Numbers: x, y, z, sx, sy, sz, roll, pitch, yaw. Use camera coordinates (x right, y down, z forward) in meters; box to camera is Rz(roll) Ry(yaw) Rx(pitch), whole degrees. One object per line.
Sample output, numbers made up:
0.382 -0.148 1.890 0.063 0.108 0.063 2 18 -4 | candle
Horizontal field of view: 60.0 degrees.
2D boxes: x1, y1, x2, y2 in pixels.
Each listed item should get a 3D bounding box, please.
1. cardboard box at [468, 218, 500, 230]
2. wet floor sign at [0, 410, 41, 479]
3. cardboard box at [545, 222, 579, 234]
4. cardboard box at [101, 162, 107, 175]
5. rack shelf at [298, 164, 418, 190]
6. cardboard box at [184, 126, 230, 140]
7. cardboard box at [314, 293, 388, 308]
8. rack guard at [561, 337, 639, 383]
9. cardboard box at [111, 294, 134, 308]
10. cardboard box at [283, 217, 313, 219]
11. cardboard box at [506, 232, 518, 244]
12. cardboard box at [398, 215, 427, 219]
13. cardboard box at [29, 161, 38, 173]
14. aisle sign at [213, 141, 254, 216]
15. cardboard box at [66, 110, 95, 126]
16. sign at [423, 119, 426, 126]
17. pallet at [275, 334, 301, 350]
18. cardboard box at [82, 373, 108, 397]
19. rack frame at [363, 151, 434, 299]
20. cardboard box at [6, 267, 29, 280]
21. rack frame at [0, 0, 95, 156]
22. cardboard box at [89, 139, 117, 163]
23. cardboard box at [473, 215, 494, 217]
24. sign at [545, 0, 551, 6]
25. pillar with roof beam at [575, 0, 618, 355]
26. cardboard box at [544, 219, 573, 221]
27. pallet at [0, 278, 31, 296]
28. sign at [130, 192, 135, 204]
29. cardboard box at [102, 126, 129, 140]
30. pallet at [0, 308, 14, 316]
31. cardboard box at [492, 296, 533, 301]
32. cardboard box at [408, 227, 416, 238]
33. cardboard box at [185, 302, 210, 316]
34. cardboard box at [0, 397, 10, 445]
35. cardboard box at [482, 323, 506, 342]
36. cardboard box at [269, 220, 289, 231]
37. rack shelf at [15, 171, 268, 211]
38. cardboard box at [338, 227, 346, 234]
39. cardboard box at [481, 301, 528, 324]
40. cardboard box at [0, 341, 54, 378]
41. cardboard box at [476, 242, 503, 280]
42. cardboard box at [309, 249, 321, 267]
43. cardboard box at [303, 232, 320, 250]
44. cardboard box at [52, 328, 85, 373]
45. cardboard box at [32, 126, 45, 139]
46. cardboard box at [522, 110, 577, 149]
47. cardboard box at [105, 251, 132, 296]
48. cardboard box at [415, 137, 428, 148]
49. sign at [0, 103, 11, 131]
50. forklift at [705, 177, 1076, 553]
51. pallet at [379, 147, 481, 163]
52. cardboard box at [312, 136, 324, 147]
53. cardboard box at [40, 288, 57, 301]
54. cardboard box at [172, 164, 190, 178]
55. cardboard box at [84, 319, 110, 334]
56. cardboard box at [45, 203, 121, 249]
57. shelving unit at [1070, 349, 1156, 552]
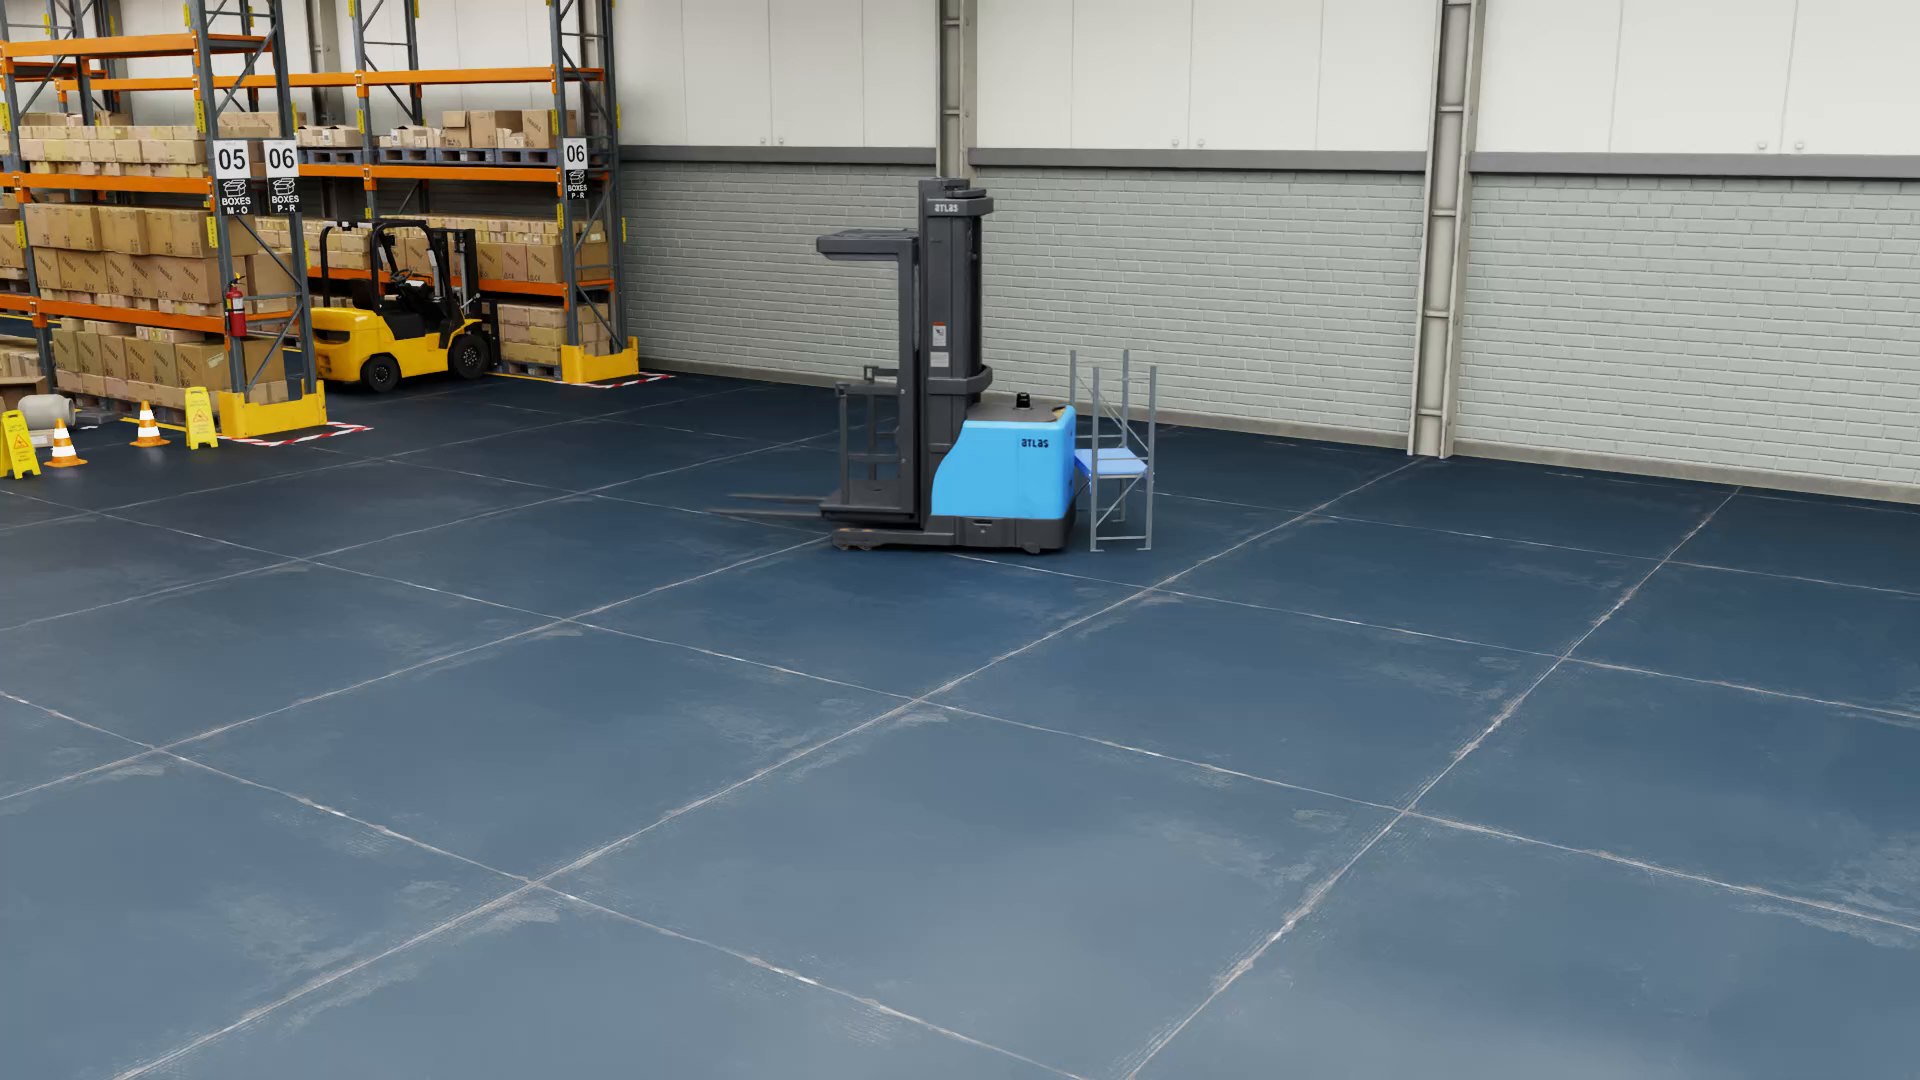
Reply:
-6.637 -4.410 23.219 0.250 0.149 0.380 9 17 34 | cardboard box
-9.263 -0.949 16.314 0.232 0.644 0.267 6 15 23 | wet floor sign
-5.361 -4.206 22.393 0.250 0.149 0.380 9 17 33 | cardboard box
-9.629 -4.274 19.127 0.250 0.149 0.380 9 17 33 | cardboard box
-9.924 -5.603 25.471 4.000 0.370 1.077 9 17 33 | rack shelf
-8.158 -4.409 18.014 0.250 0.149 0.380 9 17 33 | cardboard box
-9.344 -3.453 25.596 0.625 0.625 0.875 9 17 32 | cardboard box
-4.926 -2.475 22.782 0.348 0.500 1.175 9 17 33 | rack guard
-9.669 -2.808 19.448 0.250 0.149 0.380 9 17 33 | cardboard box
-10.498 -5.046 26.407 0.250 0.149 0.380 9 16 32 | cardboard box
-5.999 -4.157 22.814 0.250 0.149 0.380 9 17 32 | cardboard box
-7.888 -4.621 24.069 0.250 0.149 0.380 9 17 34 | cardboard box
-10.909 -4.480 19.961 0.250 0.149 0.380 9 16 32 | cardboard box
-7.823 -3.897 17.915 0.004 0.787 0.394 9 17 33 | aisle sign
-14.848 -7.123 28.073 0.258 0.266 0.396 9 17 32 | cardboard box
-7.956 -6.085 24.677 0.005 0.325 0.100 9 17 33 | sign
-9.914 -3.129 26.024 1.213 0.211 1.003 9 17 33 | pallet
-10.244 -1.905 20.124 0.500 0.250 0.500 10 17 36 | cardboard box
-8.265 -4.228 24.661 0.127 3.000 1.000 9 17 33 | rack frame
-11.613 -3.334 20.697 0.250 0.149 0.380 9 17 34 | cardboard box
-11.032 -6.150 19.940 0.127 3.000 1.000 9 17 33 | rack frame
-9.558 -4.448 18.999 0.500 0.250 0.500 9 17 33 | cardboard box
-6.787 -4.575 23.886 0.250 0.149 0.380 9 16 32 | cardboard box
-5.260 -6.989 21.222 0.005 0.325 0.100 9 17 33 | sign
-7.423 -6.019 19.409 0.400 9.000 9.100 9 17 33 | pillar with roof beam
-5.530 -4.362 23.023 0.250 0.149 0.380 10 17 34 | cardboard box
-11.585 -3.276 21.216 1.213 0.211 1.003 9 17 33 | pallet
-14.596 -5.974 29.305 0.005 0.325 0.100 9 17 33 | sign
-9.449 -4.608 18.817 0.250 0.149 0.380 10 17 34 | cardboard box
-17.497 -4.367 31.025 1.213 0.211 1.003 9 17 33 | pallet
-6.486 -3.354 23.897 0.500 0.250 0.500 9 16 32 | cardboard box
-7.700 -4.433 23.929 0.250 0.149 0.380 9 17 33 | cardboard box
-8.415 -2.599 18.603 0.250 0.149 0.380 9 16 32 | cardboard box
-10.583 -1.221 17.707 0.637 0.503 0.797 -1 14 -6 | cardboard box
-6.374 -2.941 23.269 0.500 0.250 0.500 9 16 32 | cardboard box
-10.407 -4.856 25.638 0.250 0.149 0.380 10 17 34 | cardboard box
-9.372 -4.077 19.304 4.000 0.370 1.077 9 17 33 | rack shelf
-9.070 -4.667 24.878 0.250 0.149 0.380 9 17 33 | cardboard box
-6.353 -3.179 23.190 0.500 0.250 0.500 9 17 34 | cardboard box
-12.067 -2.332 21.595 0.625 0.372 0.950 10 17 36 | cardboard box
-6.351 -3.894 23.103 0.500 0.500 0.500 9 16 32 | cardboard box
-9.644 -4.310 25.303 0.500 0.250 0.500 9 17 33 | cardboard box
-9.667 -4.550 25.234 0.500 0.250 0.500 10 17 34 | cardboard box
-10.693 -2.338 20.314 0.500 0.500 0.500 10 17 35 | cardboard box
-10.721 -4.823 19.684 0.250 0.149 0.380 10 17 34 | cardboard box
-5.449 -5.460 22.103 0.500 0.500 0.500 10 17 35 | cardboard box
-9.553 -3.120 19.357 0.500 0.500 0.500 9 17 33 | cardboard box
-7.424 -5.591 23.364 0.250 0.149 0.380 10 17 34 | cardboard box
-11.339 -5.025 19.742 0.005 0.325 0.100 9 17 33 | sign
-0.585 -1.465 13.642 3.031 2.935 1.130 2 14 10 | forklift
-7.543 -5.532 23.870 1.213 0.211 1.003 9 17 33 | pallet
-9.347 -5.902 24.620 0.250 0.149 0.380 9 17 33 | cardboard box
-10.950 -3.010 20.262 0.250 0.149 0.380 9 17 33 | cardboard box
-8.390 -4.055 18.240 0.250 0.149 0.380 9 17 33 | cardboard box
-10.195 -2.556 19.843 0.250 0.149 0.380 10 17 35 | cardboard box
-10.376 -3.741 19.786 0.500 0.500 0.700 9 17 33 | cardboard box
1.244 -0.766 13.797 0.538 1.500 1.048 -2 14 -6 | shelving unit
